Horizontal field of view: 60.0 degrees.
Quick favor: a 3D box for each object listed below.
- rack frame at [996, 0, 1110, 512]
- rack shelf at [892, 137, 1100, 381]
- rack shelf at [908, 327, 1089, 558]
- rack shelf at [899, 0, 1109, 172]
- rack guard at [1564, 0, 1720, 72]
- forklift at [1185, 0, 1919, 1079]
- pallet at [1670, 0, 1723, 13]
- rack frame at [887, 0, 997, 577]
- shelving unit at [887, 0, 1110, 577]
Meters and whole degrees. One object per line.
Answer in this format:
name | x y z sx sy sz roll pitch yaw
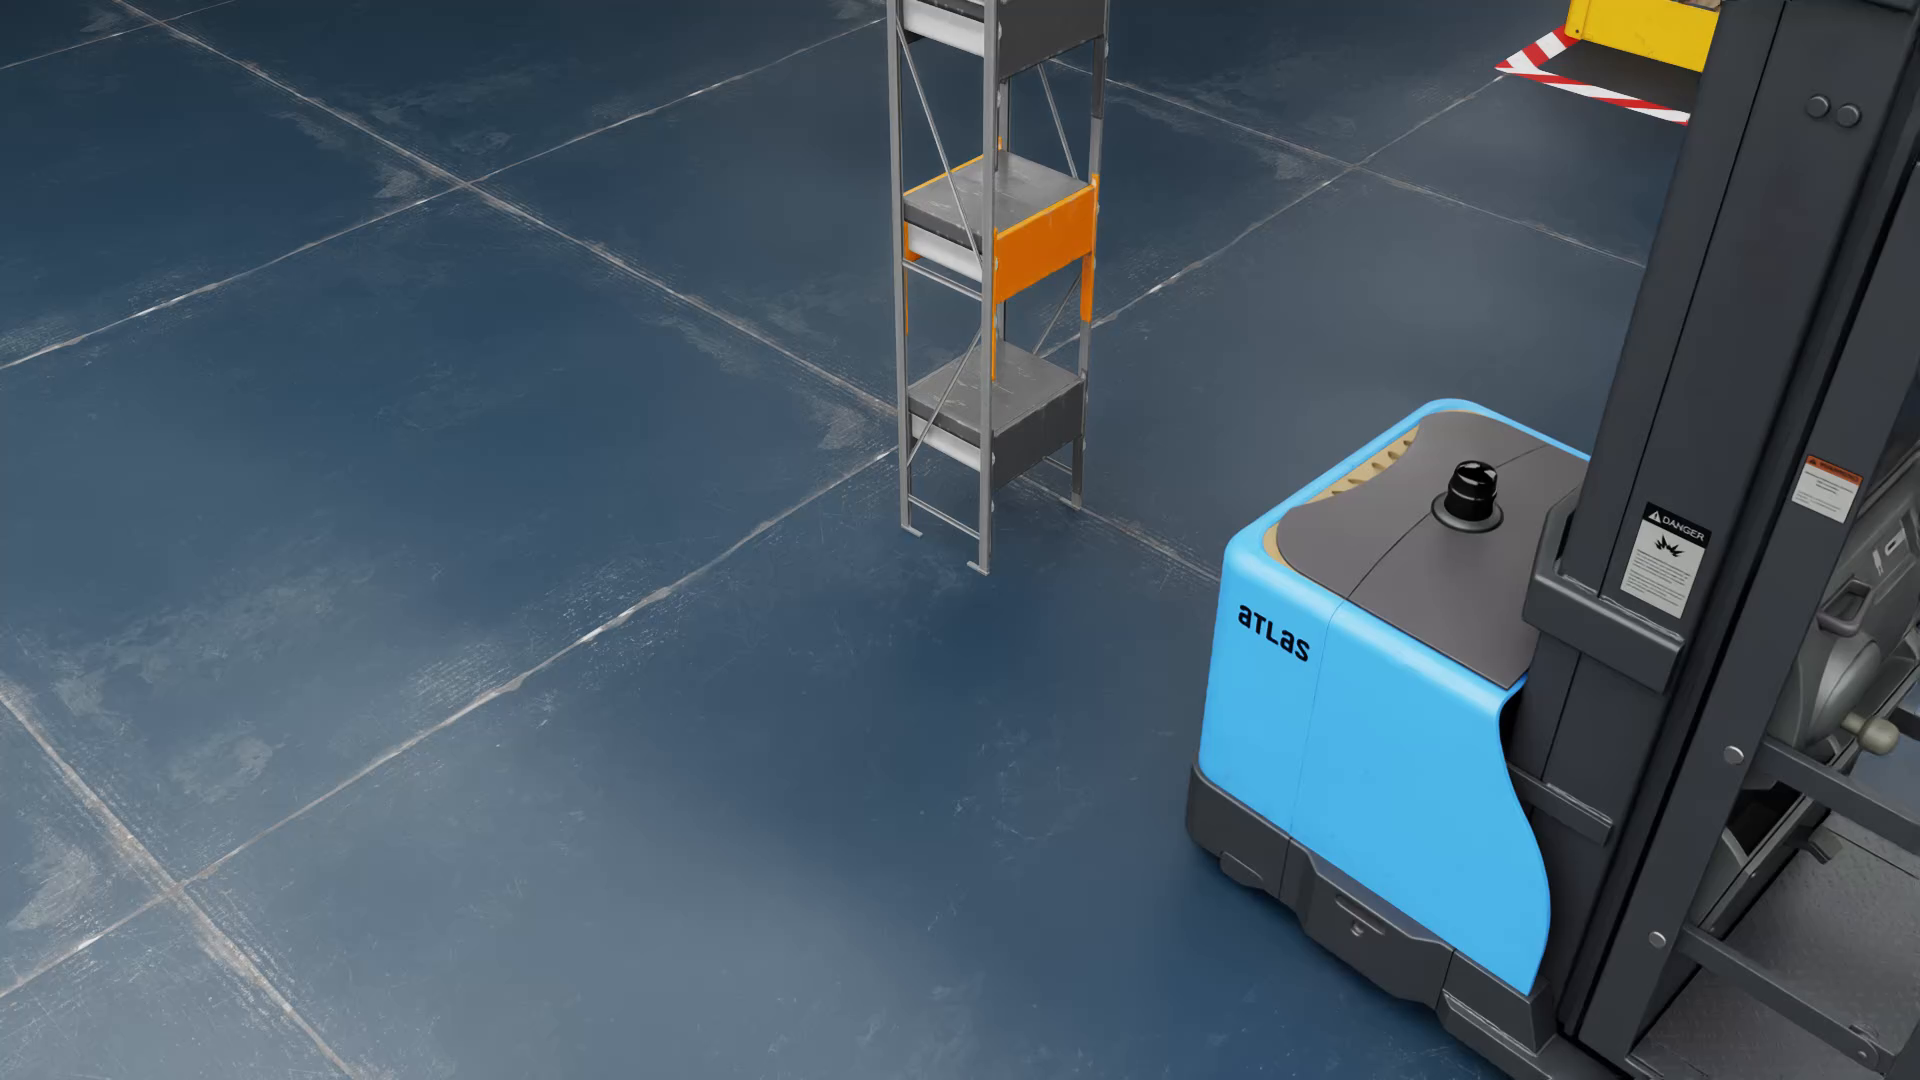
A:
rack frame | 0.276 -1.010 5.333 0.400 2.100 0.015 30 47 32
rack shelf | 0.112 -0.887 5.201 0.431 0.518 0.480 30 47 32
rack shelf | 0.112 -0.339 5.636 0.431 0.518 0.480 30 47 32
rack shelf | 0.112 -1.435 4.765 0.431 0.518 0.480 30 47 32
rack guard | 3.907 -2.865 8.951 1.175 0.500 0.348 30 47 32
forklift | 2.013 0.149 3.207 1.130 2.935 3.031 -31 48 -33
pallet | 4.459 -3.123 9.507 1.003 0.211 1.213 30 47 32
rack frame | -0.053 -0.786 5.051 0.400 2.100 0.015 30 47 32
shelving unit | 0.112 -0.898 5.192 0.431 2.100 0.503 30 47 32
